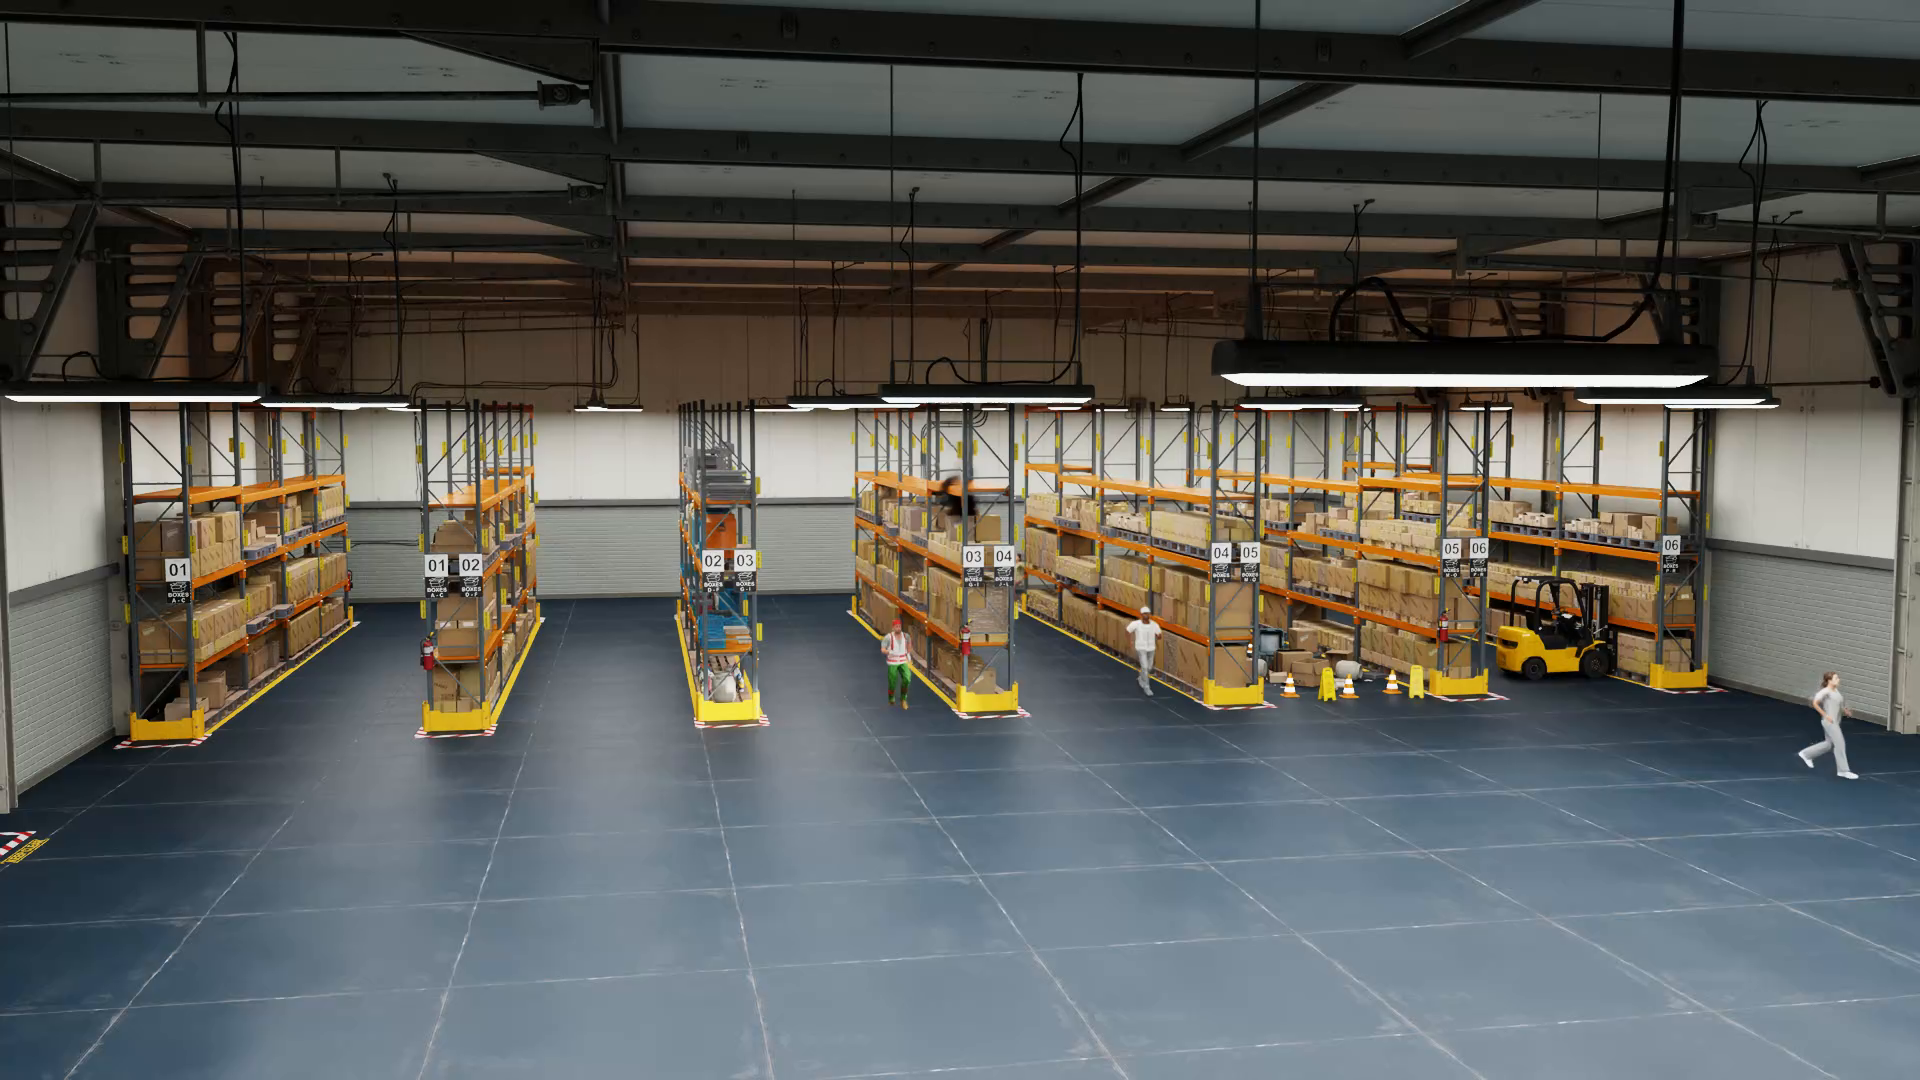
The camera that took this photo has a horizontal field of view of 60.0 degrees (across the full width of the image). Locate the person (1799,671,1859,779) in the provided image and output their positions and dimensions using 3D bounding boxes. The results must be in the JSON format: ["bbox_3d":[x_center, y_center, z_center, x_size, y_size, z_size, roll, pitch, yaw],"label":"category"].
[{"bbox_3d":[13.740,2.893,26.283,0.577,1.656,0.914,-4,6,-45],"label":"person"}]

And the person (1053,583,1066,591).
[{"bbox_3d":[2.940,1.081,49.863,0.823,1.785,0.666,3,6,39],"label":"person"}]

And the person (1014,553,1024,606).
[{"bbox_3d":[1.647,1.189,49.358,0.578,1.619,0.640,-2,5,-29],"label":"person"}]

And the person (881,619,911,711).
[{"bbox_3d":[-1.217,2.410,32.285,0.670,1.774,0.802,-1,5,-17],"label":"person"}]

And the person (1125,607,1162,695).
[{"bbox_3d":[3.800,2.242,34.065,0.700,1.754,0.989,-1,5,-18],"label":"person"}]
